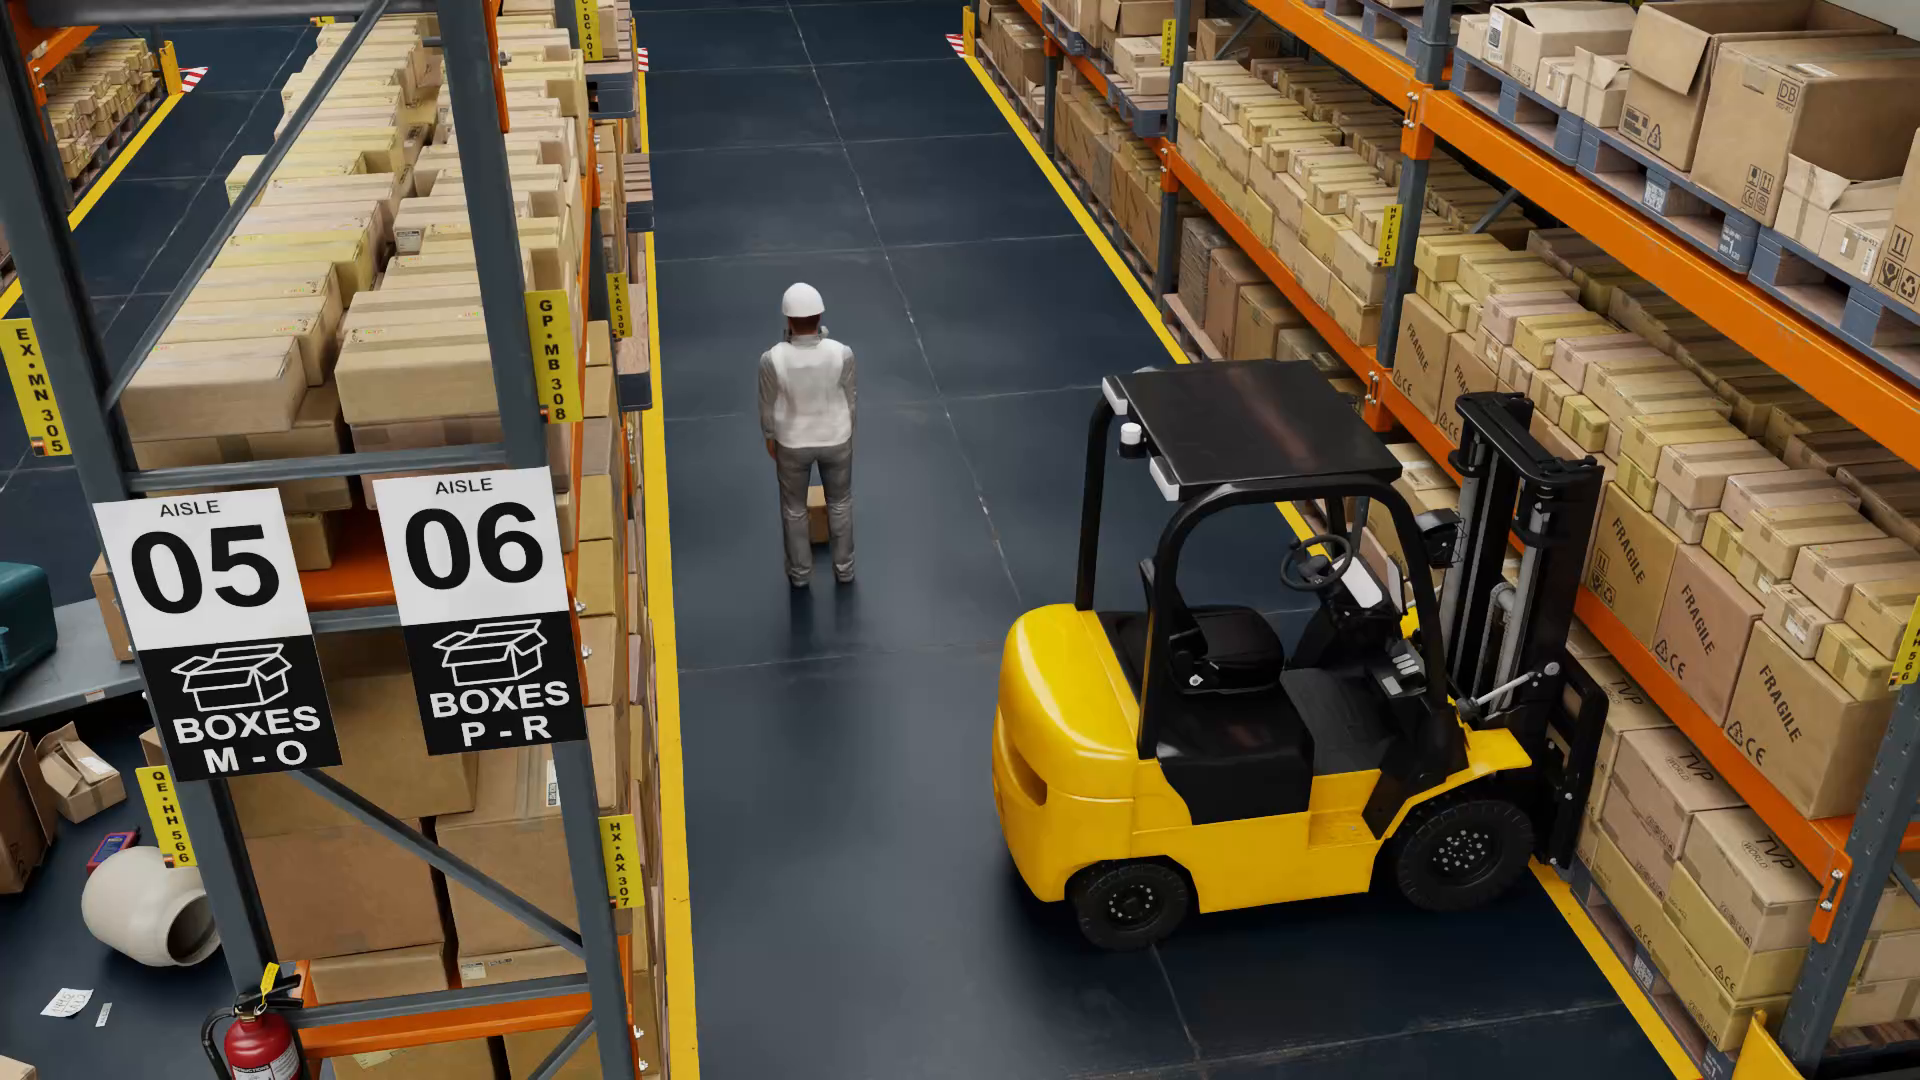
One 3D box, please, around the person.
[{"bbox_3d":[-0.823,-0.558,9.077,0.534,1.768,0.357,-5,31,-9],"label":"person"}]
